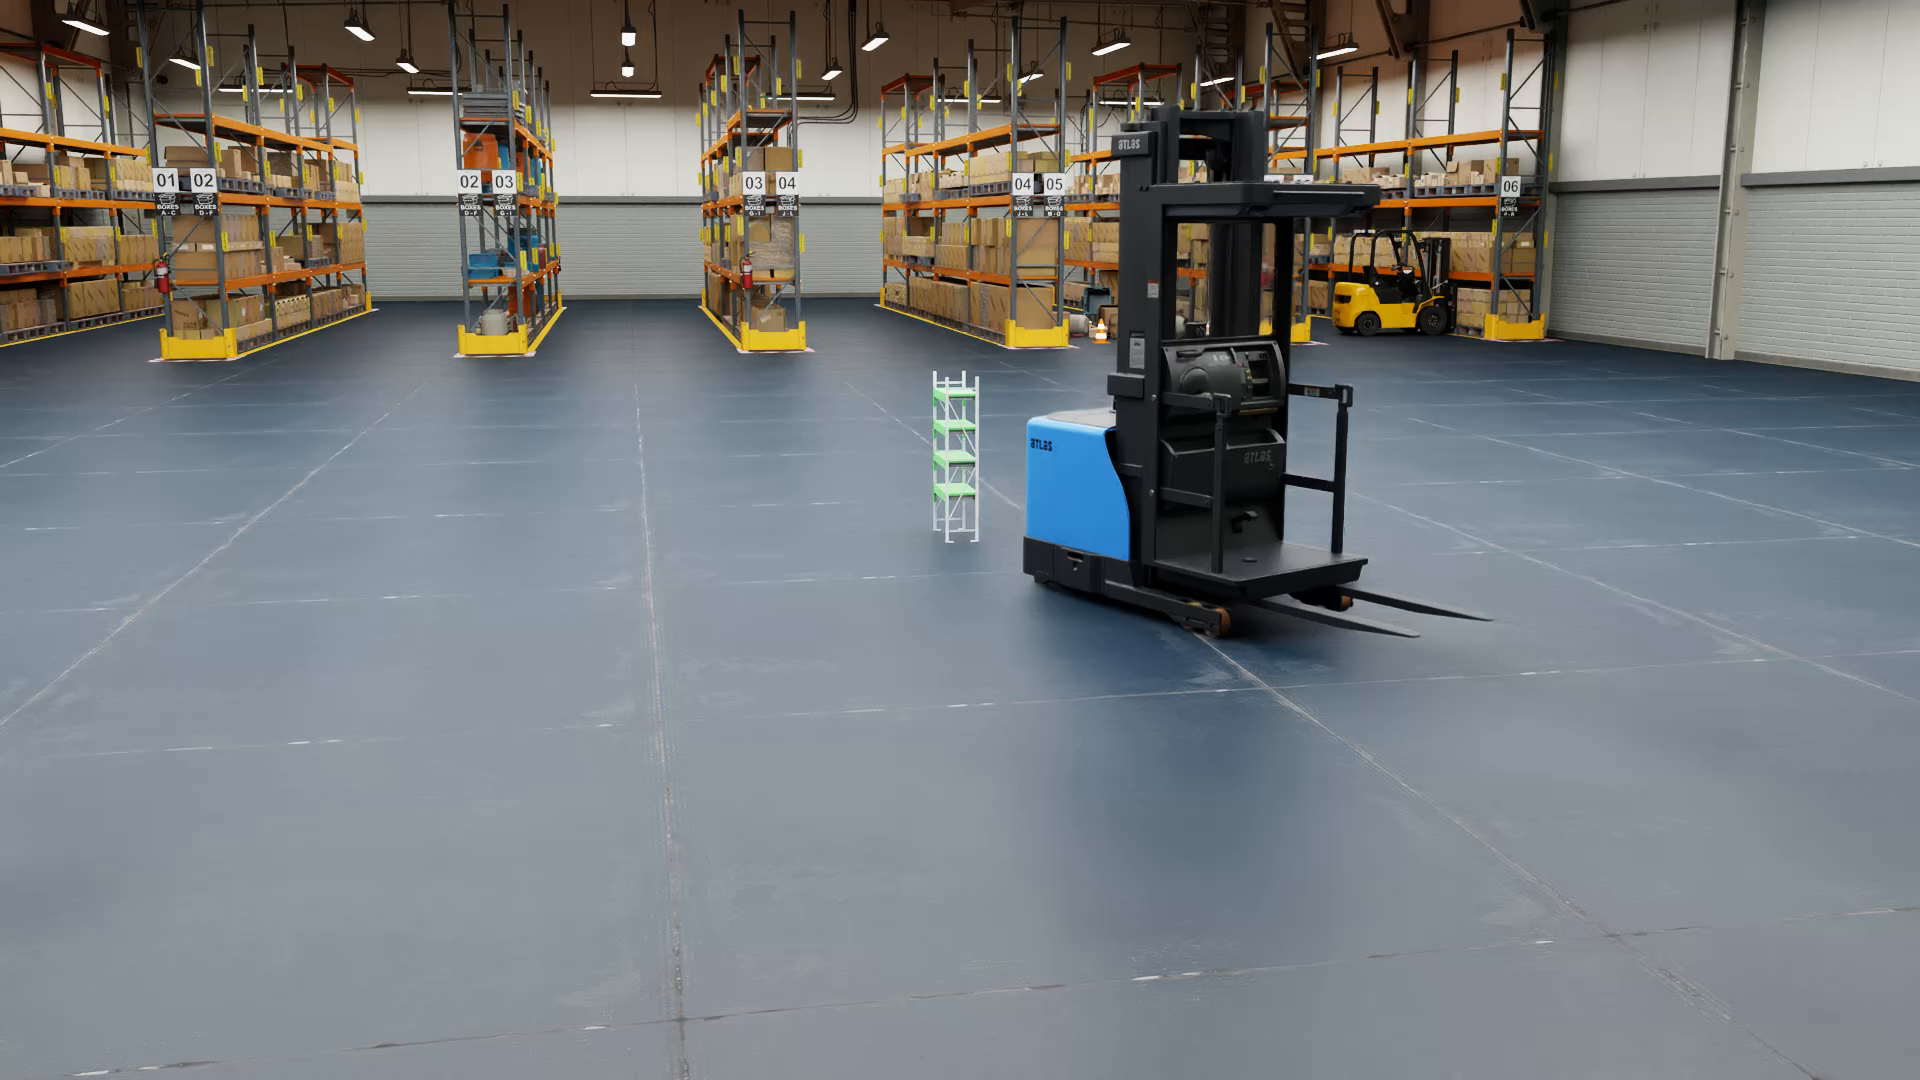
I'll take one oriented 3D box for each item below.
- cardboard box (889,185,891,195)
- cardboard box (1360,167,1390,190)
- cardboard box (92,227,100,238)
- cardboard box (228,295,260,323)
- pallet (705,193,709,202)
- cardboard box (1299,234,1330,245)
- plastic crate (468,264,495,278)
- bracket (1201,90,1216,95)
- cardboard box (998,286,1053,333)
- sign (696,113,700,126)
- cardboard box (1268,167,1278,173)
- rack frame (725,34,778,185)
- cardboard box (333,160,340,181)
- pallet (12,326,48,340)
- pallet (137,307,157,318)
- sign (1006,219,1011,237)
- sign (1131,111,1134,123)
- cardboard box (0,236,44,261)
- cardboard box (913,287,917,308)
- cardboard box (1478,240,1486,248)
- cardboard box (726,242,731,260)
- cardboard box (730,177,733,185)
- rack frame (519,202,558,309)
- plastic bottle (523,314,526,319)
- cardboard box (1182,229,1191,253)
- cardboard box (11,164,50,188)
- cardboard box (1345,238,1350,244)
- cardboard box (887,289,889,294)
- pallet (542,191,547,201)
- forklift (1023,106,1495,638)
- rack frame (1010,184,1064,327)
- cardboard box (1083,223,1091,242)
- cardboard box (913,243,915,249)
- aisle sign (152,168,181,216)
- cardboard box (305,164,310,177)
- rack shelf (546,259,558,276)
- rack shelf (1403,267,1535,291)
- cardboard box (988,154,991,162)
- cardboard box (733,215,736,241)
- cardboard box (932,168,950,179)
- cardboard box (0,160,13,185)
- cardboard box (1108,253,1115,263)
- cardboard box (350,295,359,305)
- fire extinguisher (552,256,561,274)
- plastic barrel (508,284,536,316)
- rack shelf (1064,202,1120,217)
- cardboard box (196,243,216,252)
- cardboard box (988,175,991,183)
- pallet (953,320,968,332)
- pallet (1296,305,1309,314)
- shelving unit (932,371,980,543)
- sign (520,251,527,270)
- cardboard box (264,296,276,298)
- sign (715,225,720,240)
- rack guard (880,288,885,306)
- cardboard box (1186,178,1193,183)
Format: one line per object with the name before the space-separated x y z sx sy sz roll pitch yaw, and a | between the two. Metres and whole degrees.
cardboard box | -1.641 -9.454 44.886 0.500 0.250 0.500 -2 11 -10
cardboard box | 9.699 -8.449 38.887 0.500 0.500 0.500 -2 11 -10
cardboard box | -19.813 -6.961 37.624 0.500 0.250 0.500 -2 11 -10
cardboard box | -13.439 -4.328 31.139 0.500 0.500 0.500 -2 11 -11
pallet | -6.151 -8.996 43.651 1.003 0.211 1.213 -2 11 -11
cardboard box | 9.100 -7.549 42.439 0.797 0.503 0.637 -2 11 -12
plastic crate | -8.804 -4.938 30.516 0.499 0.251 0.408 -2 11 -11
bracket | 7.430 -14.285 53.556 0.076 0.066 5.218 -2 11 -11
cardboard box | 1.254 -4.437 32.047 0.875 0.875 0.875 -2 11 -11
sign | -7.092 -11.390 45.051 0.100 0.325 0.005 -2 11 -11
cardboard box | 5.931 -7.144 32.228 0.380 0.149 0.250 -2 11 -10
rack frame | -4.212 -8.672 33.690 1.000 3.000 0.127 -2 11 -11
cardboard box | -15.576 -9.031 40.657 0.700 0.500 0.500 -2 11 -11
pallet | -19.182 -4.181 33.600 1.003 0.211 1.213 -2 11 -11
pallet | -20.656 -5.648 41.307 1.003 0.211 1.213 -2 11 -11
sign | 0.916 -5.821 31.026 0.100 0.325 0.005 -2 11 -11
sign | 4.483 -11.019 43.312 0.100 0.325 0.005 -2 11 -11
cardboard box | -19.330 -5.996 34.231 0.700 0.500 0.500 -3 11 -16
cardboard box | -0.895 -6.090 41.732 0.500 0.500 0.500 -2 11 -8
cardboard box | 10.734 -5.999 33.693 0.380 0.149 0.250 -2 11 -10
cardboard box | -4.640 -6.296 35.854 0.797 0.503 0.637 -1 11 -5
cardboard box | -4.451 -7.249 33.575 0.380 0.149 0.250 -2 11 -13
rack frame | -11.404 -7.745 44.867 1.000 3.000 0.127 -2 11 -11
plastic bottle | -8.625 -4.316 32.760 0.144 0.351 0.185 -3 11 -14
cardboard box | 5.194 -6.563 36.469 0.500 0.500 0.500 -2 11 -12
cardboard box | -19.715 -7.742 35.382 0.700 0.500 0.500 -3 11 -15
cardboard box | 9.500 -7.203 40.017 0.380 0.149 0.250 -2 11 -9
cardboard box | -1.813 -6.882 46.035 0.380 0.149 0.250 -2 11 -11
pallet | -9.901 -7.803 37.652 1.003 0.211 1.213 -2 11 -11
forklift | 1.680 -0.997 9.594 1.130 2.935 3.031 -8 13 -35
rack frame | 1.451 -5.153 31.246 1.000 3.000 0.127 -2 11 -11
cardboard box | 3.590 -8.169 44.152 0.500 0.500 0.500 -2 11 -11
cardboard box | -0.951 -7.207 40.792 0.380 0.149 0.250 -2 11 -12
aisle sign | -13.427 -5.886 28.144 0.394 0.787 0.004 -2 11 -11
cardboard box | -15.198 -8.271 37.948 0.600 0.600 0.600 -3 11 -13
rack shelf | -11.015 -7.025 43.008 1.077 0.370 4.000 -2 11 -11
rack shelf | 10.766 -5.546 35.236 1.077 0.370 4.000 -2 11 -11
cardboard box | 0.756 -7.479 32.596 0.380 0.149 0.250 -2 11 -11
cardboard box | -4.178 -6.136 32.674 0.500 0.500 0.500 -2 11 -11
cardboard box | -0.439 -8.583 38.934 0.396 0.266 0.258 -2 11 -11
cardboard box | -19.056 -7.242 32.813 0.500 0.500 0.500 -3 11 -13
cardboard box | 4.054 -7.107 41.914 0.500 0.250 0.500 -2 11 -12
cardboard box | -15.761 -6.165 42.743 0.500 0.250 0.500 -2 11 -11
fire extinguisher | -10.988 -7.568 45.142 0.296 0.674 0.183 -2 11 -11
plastic barrel | -9.960 -5.507 37.790 0.600 0.830 0.708 -2 11 -11
rack shelf | 3.564 -9.039 45.567 1.077 0.370 4.000 -2 11 -11
cardboard box | -13.017 -5.079 28.856 0.380 0.149 0.250 -2 11 -11
cardboard box | 0.758 -7.087 32.666 0.380 0.149 0.250 -2 11 -10
pallet | 0.449 -4.655 36.091 1.003 0.211 1.213 -2 11 -11
pallet | 9.257 -5.991 43.111 1.003 0.211 1.213 -2 11 -11
shelving unit | -0.032 -0.620 12.244 0.258 1.200 0.503 -2 11 -11
sign | -7.752 -4.966 29.525 0.100 0.325 0.005 -2 11 -11
cardboard box | -14.784 -5.027 35.316 0.500 0.311 0.500 -2 11 -12
sign | -5.534 -7.006 37.887 0.100 0.325 0.005 -2 11 -11
rack guard | -1.646 -6.845 46.825 1.175 0.500 0.348 -2 11 -11
cardboard box | 5.253 -7.793 36.373 0.500 0.250 0.500 -2 11 -12
